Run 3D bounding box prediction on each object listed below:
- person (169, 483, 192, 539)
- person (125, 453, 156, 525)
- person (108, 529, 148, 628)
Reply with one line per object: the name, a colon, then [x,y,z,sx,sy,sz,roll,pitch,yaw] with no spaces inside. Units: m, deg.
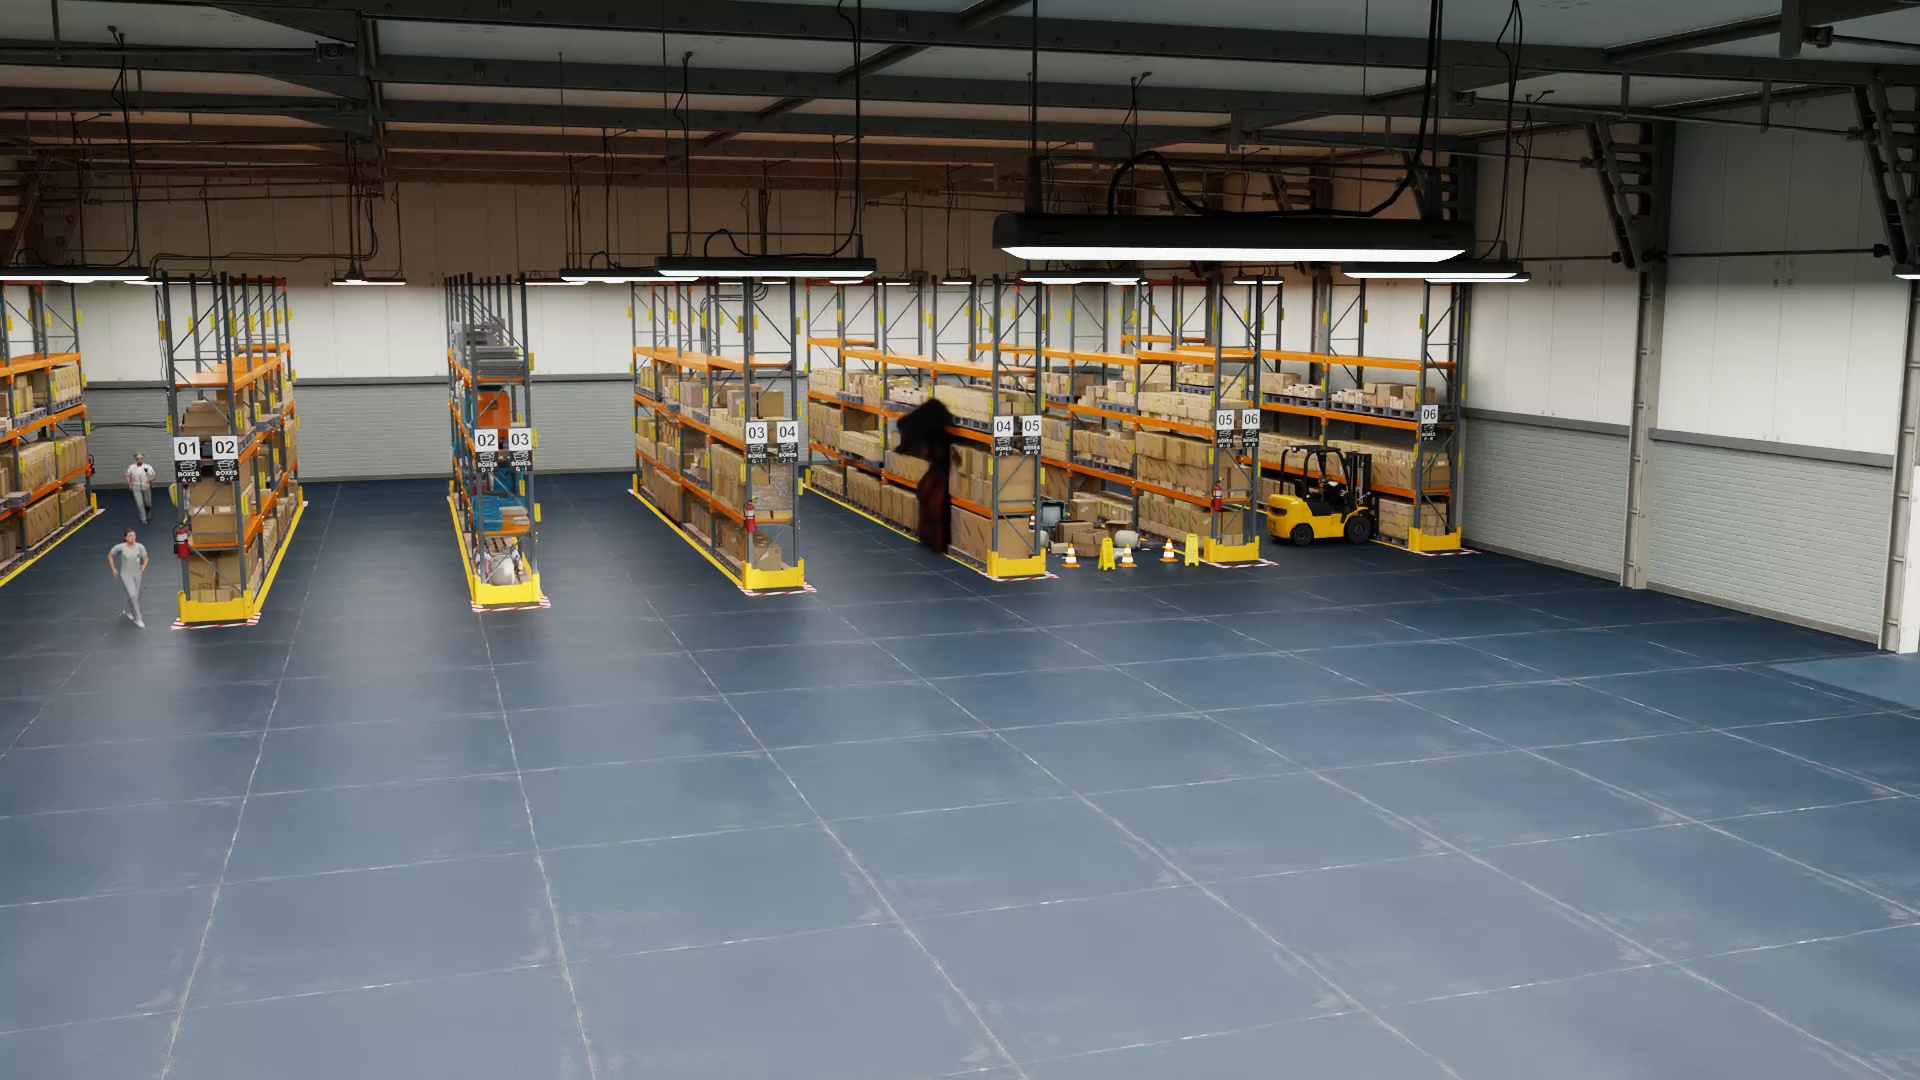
person: [-17.274,-0.690,37.181,0.697,1.731,1.050,-3,9,-17]
person: [-20.027,-1.271,40.681,0.664,1.745,0.720,-4,10,-27]
person: [-14.212,0.651,28.469,0.827,1.720,0.580,8,12,43]
